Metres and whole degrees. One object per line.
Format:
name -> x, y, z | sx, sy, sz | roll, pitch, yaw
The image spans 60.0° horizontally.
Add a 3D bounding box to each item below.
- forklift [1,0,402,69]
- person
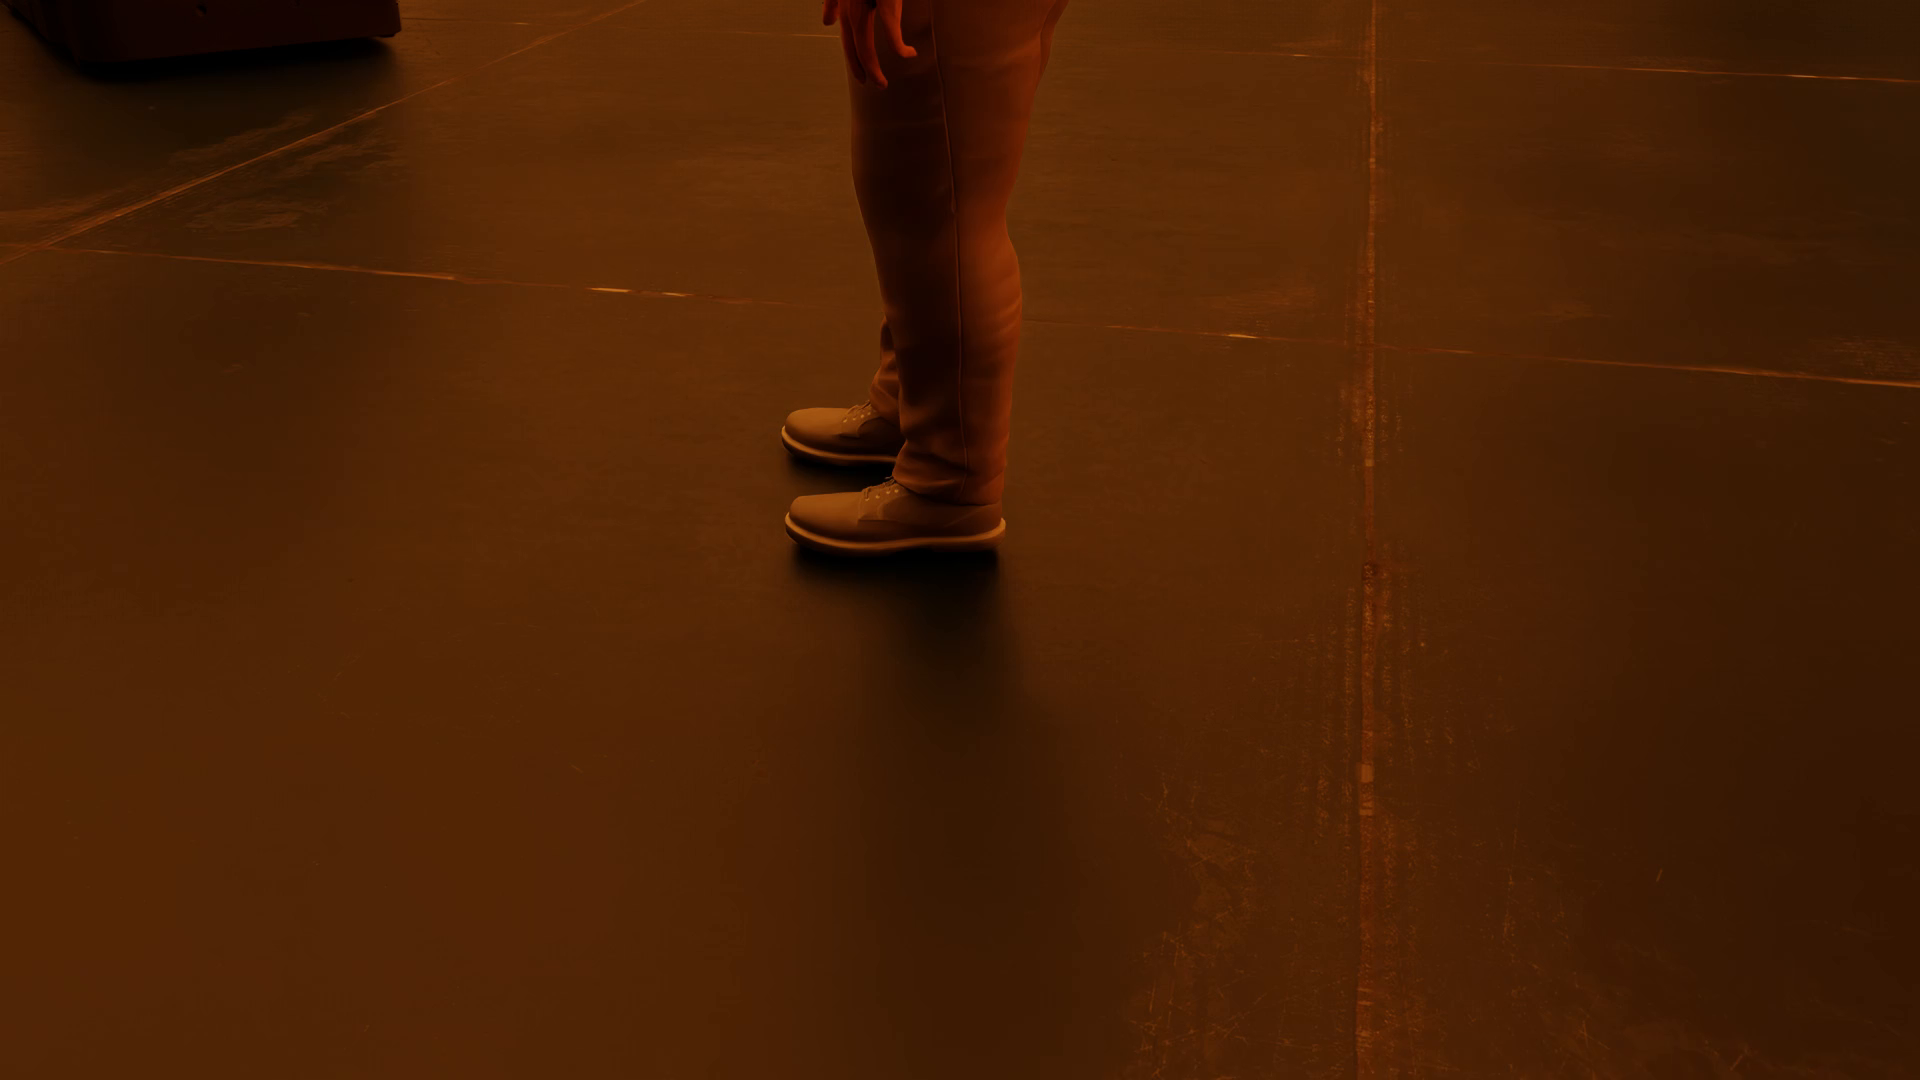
forklift -> -3.242, -3.478, 6.140 | 1.130, 2.935, 3.031 | -17, 31, -30
person -> -0.085, -0.792, 2.136 | 0.551, 1.727, 0.640 | 6, 27, 11
